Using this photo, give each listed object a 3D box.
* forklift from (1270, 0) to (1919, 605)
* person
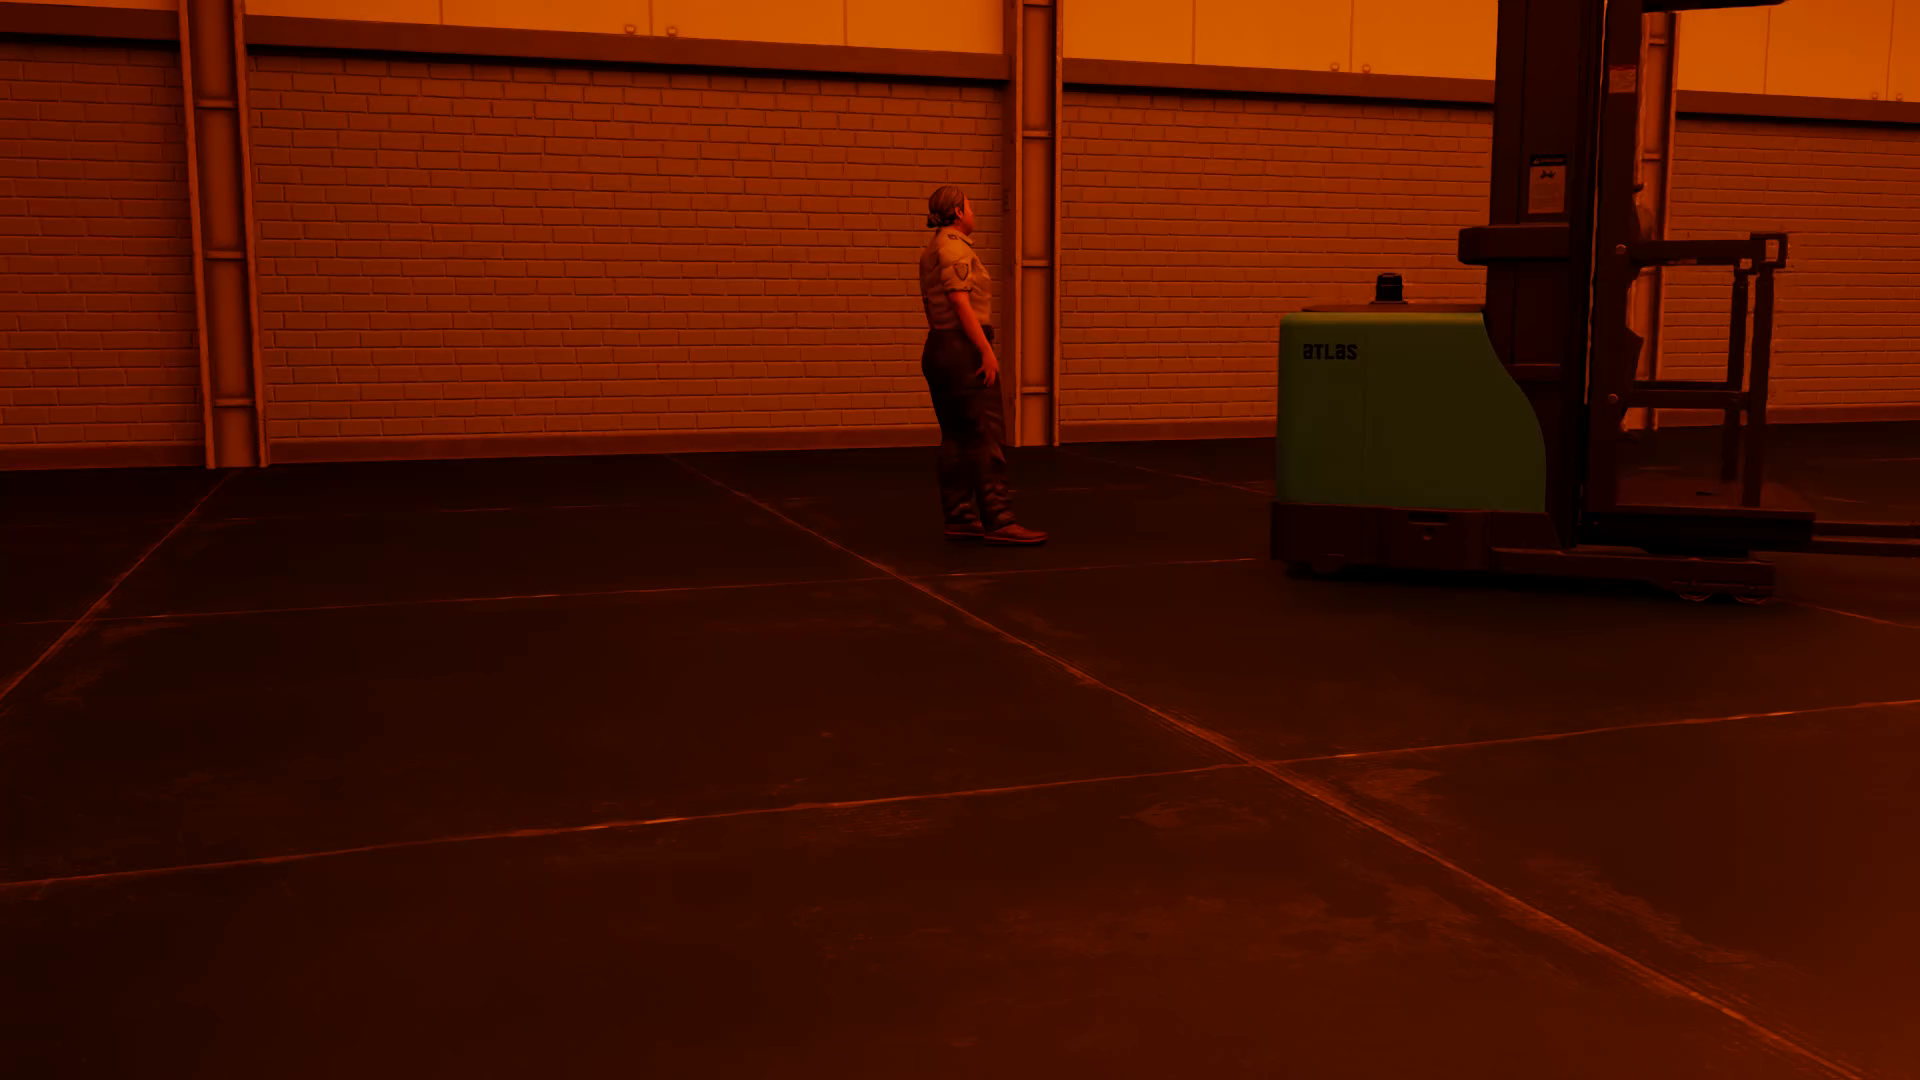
[{"bbox_3d":[2.849,-1.293,6.554,3.031,2.935,1.130,3,8,20],"label":"forklift"},{"bbox_3d":[0.092,-0.826,7.818,0.503,1.651,0.598,-3,8,-18],"label":"person"}]
